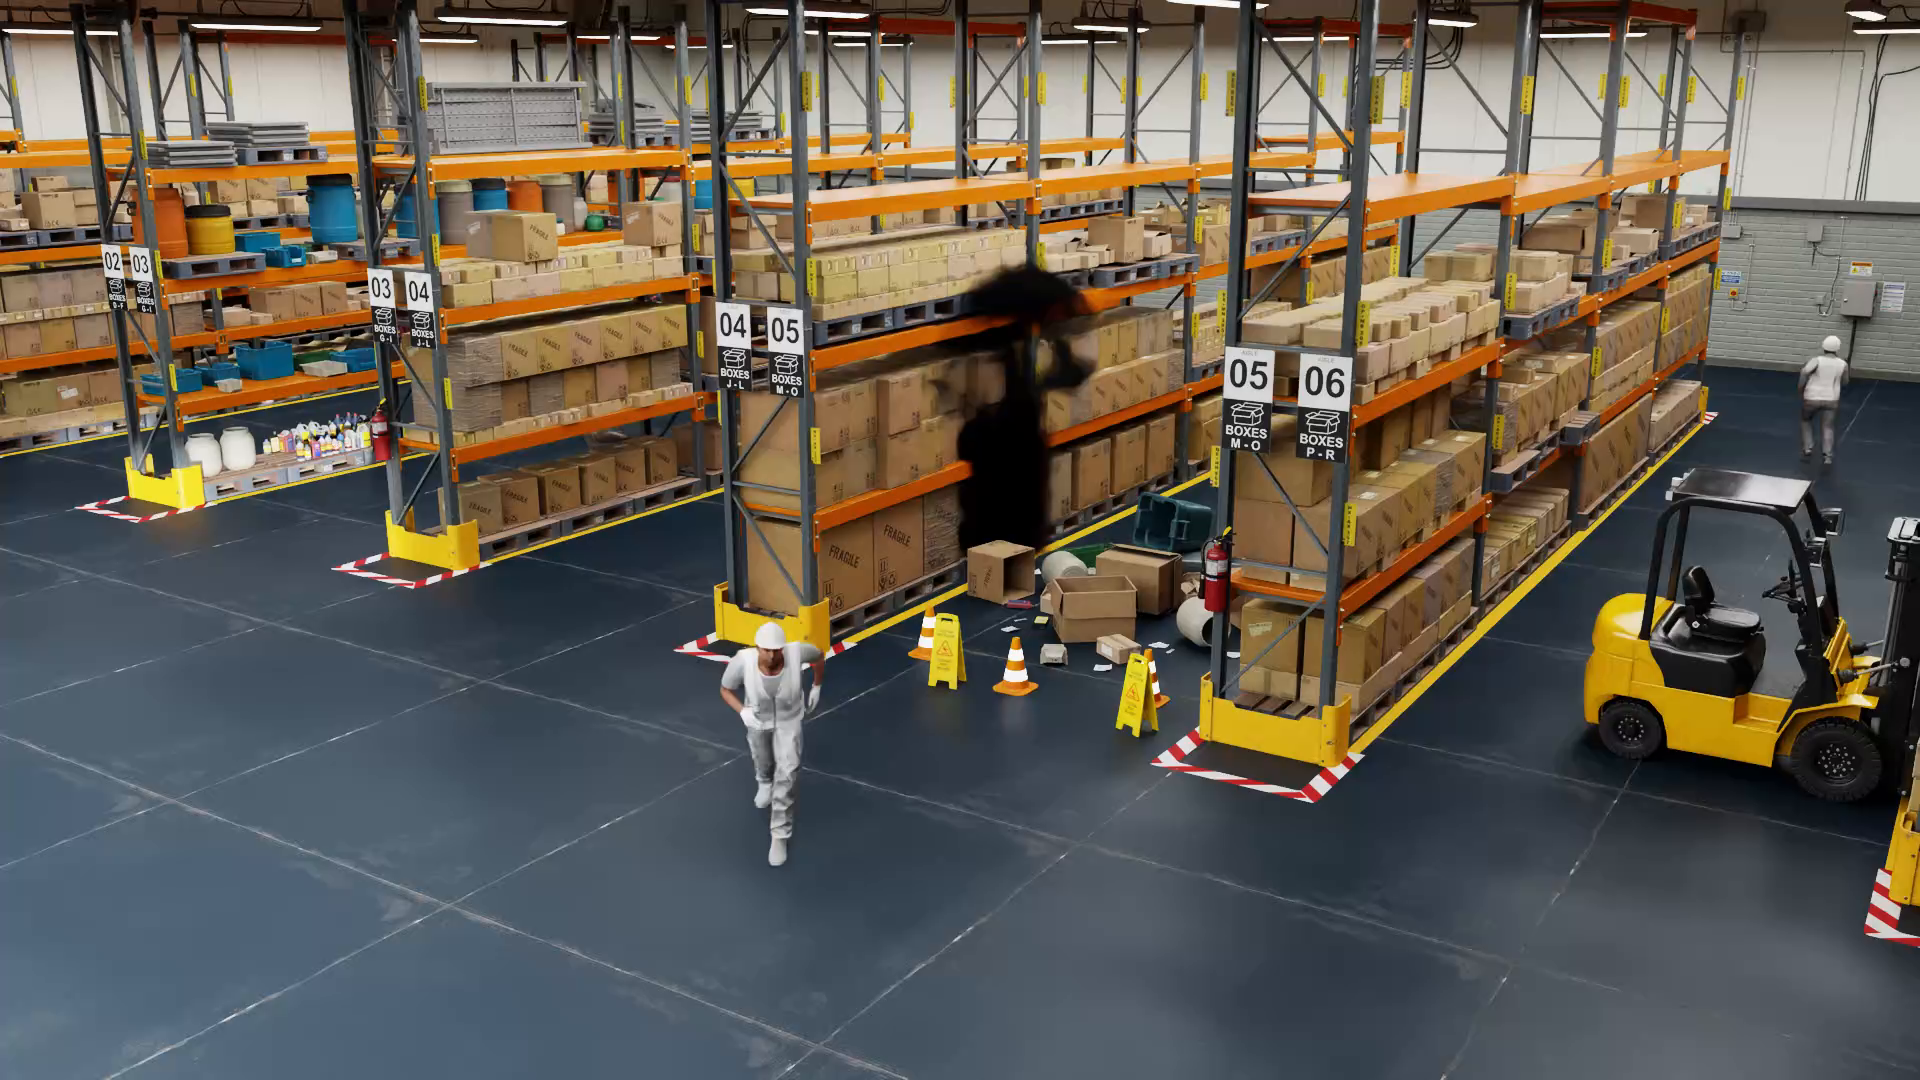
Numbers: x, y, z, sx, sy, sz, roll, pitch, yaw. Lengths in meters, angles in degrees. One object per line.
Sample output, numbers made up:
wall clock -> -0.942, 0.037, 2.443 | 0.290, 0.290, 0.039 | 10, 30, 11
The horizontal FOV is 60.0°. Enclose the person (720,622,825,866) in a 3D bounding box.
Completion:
person -> -1.295, 1.282, 11.538 | 0.728, 1.730, 1.054 | -3, 16, -11

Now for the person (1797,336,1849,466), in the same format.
person -> 11.741, -1.878, 22.688 | 0.660, 1.809, 0.878 | 5, 16, 18

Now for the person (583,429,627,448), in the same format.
person -> -4.898, -1.820, 22.668 | 0.665, 1.688, 0.603 | 11, 19, 33
